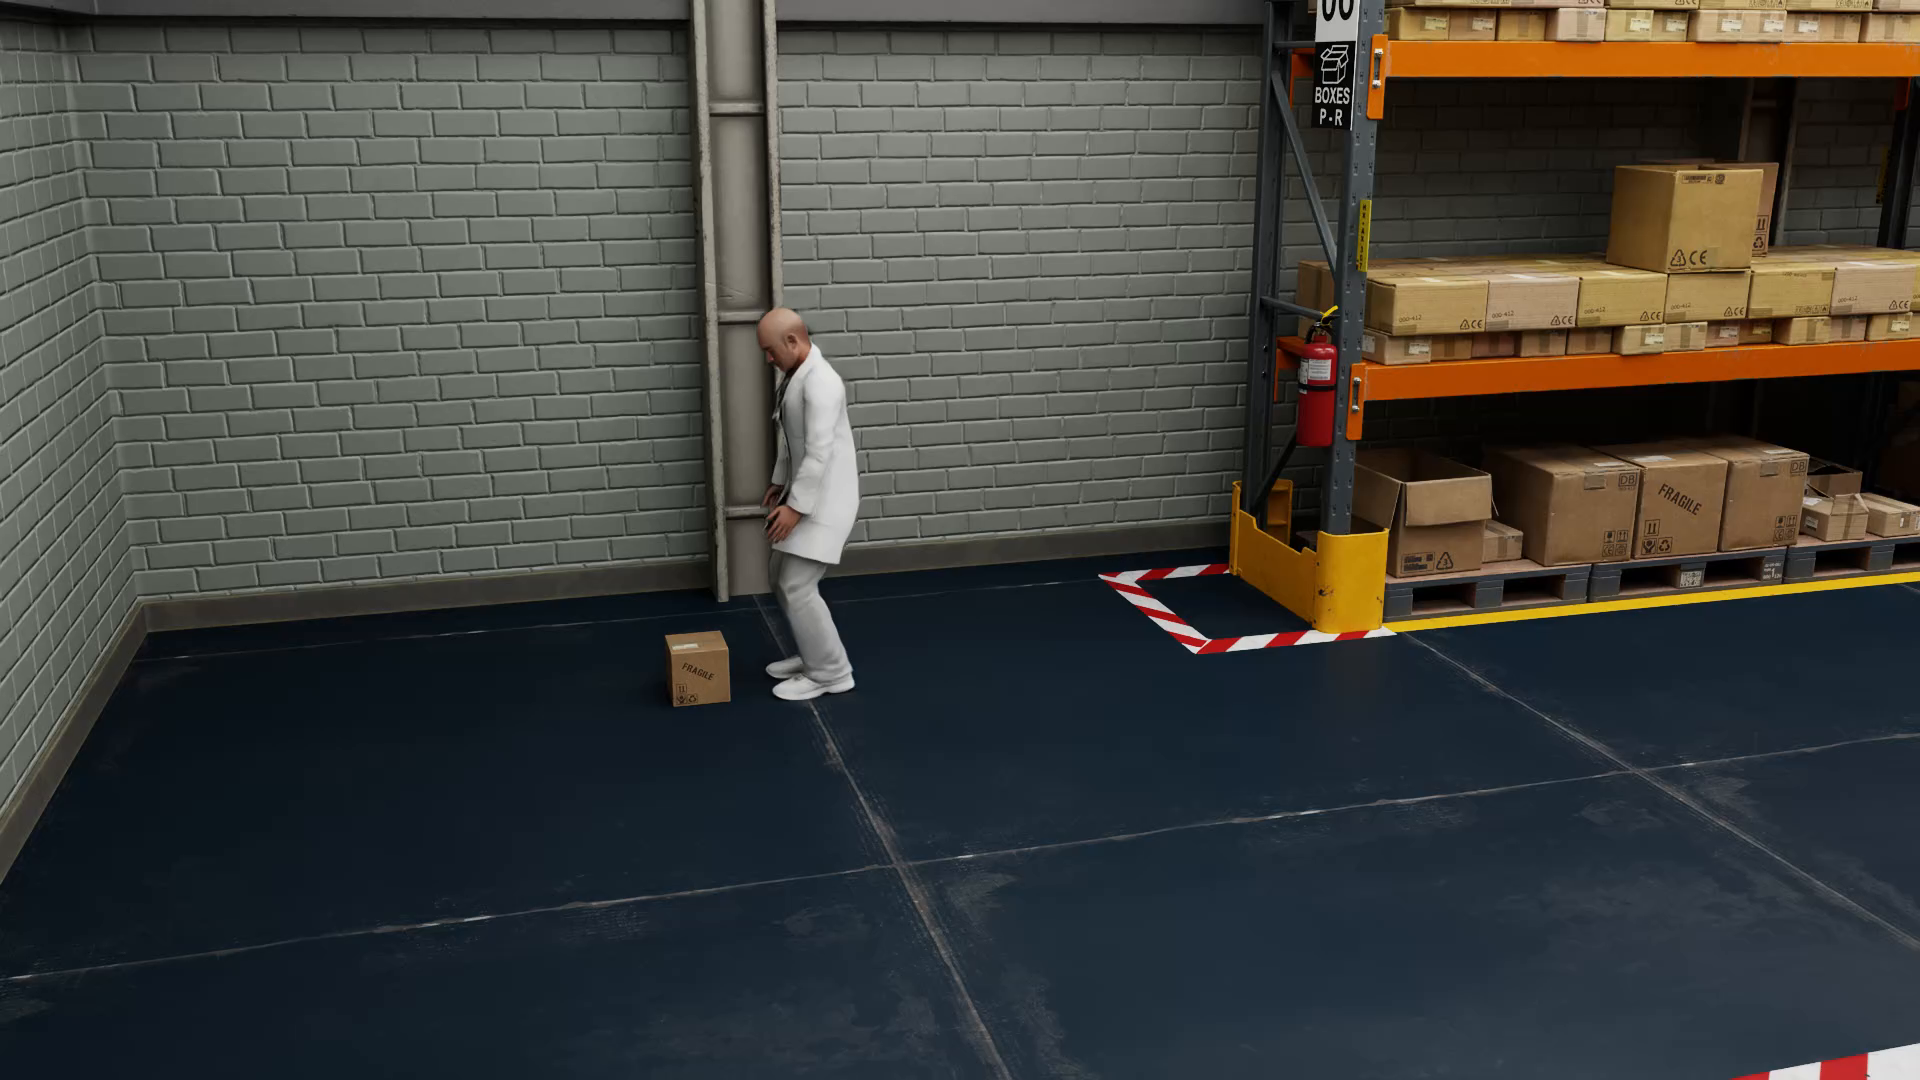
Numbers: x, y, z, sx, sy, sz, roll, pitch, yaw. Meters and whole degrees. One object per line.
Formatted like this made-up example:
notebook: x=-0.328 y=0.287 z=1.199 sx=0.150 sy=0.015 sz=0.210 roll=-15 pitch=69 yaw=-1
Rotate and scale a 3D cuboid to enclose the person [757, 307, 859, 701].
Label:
person: x=-0.661 y=-0.159 z=7.272 sx=0.441 sy=1.707 sz=0.595 roll=-4 pitch=16 yaw=-14
